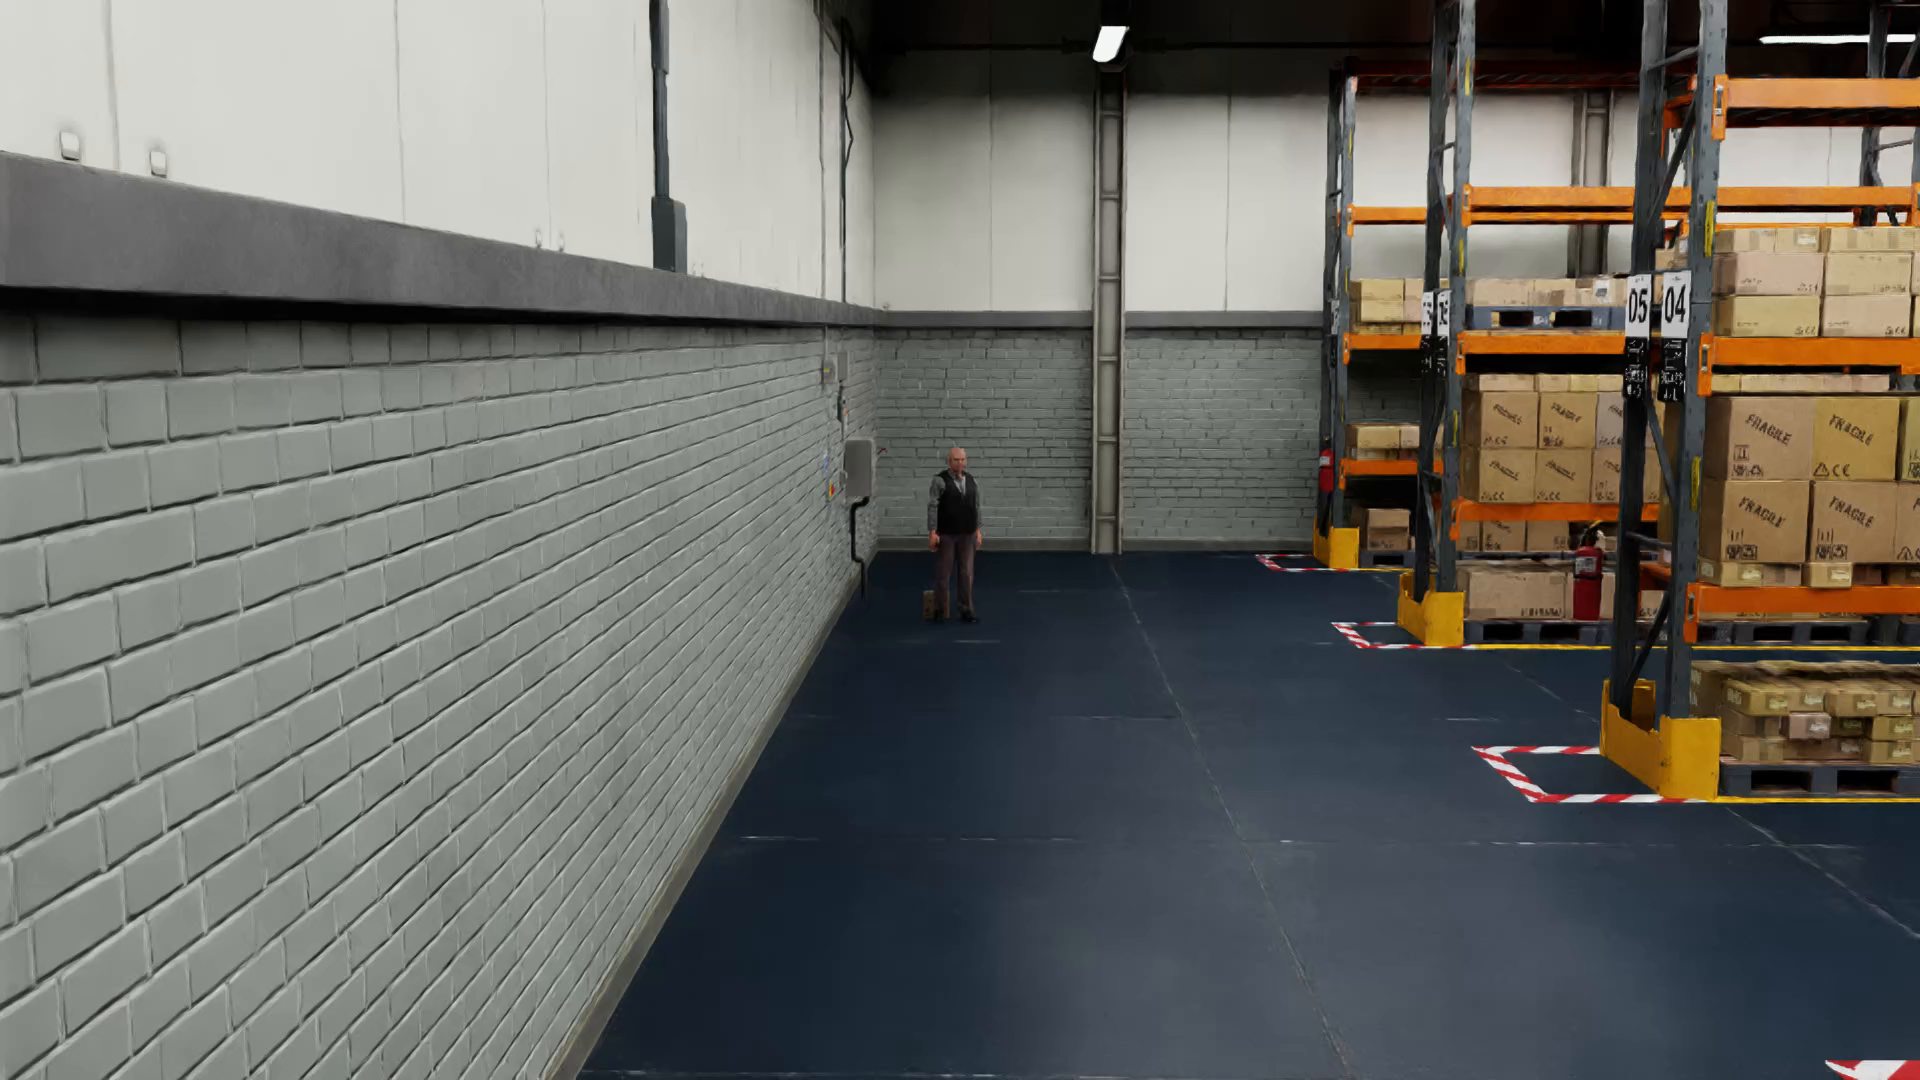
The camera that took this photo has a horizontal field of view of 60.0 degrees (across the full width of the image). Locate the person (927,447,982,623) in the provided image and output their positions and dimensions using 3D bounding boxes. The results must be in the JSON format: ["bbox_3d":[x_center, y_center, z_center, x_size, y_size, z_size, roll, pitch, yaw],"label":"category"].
[{"bbox_3d":[-0.058,-0.047,16.235,0.602,1.731,0.500,-4,8,-27],"label":"person"}]
